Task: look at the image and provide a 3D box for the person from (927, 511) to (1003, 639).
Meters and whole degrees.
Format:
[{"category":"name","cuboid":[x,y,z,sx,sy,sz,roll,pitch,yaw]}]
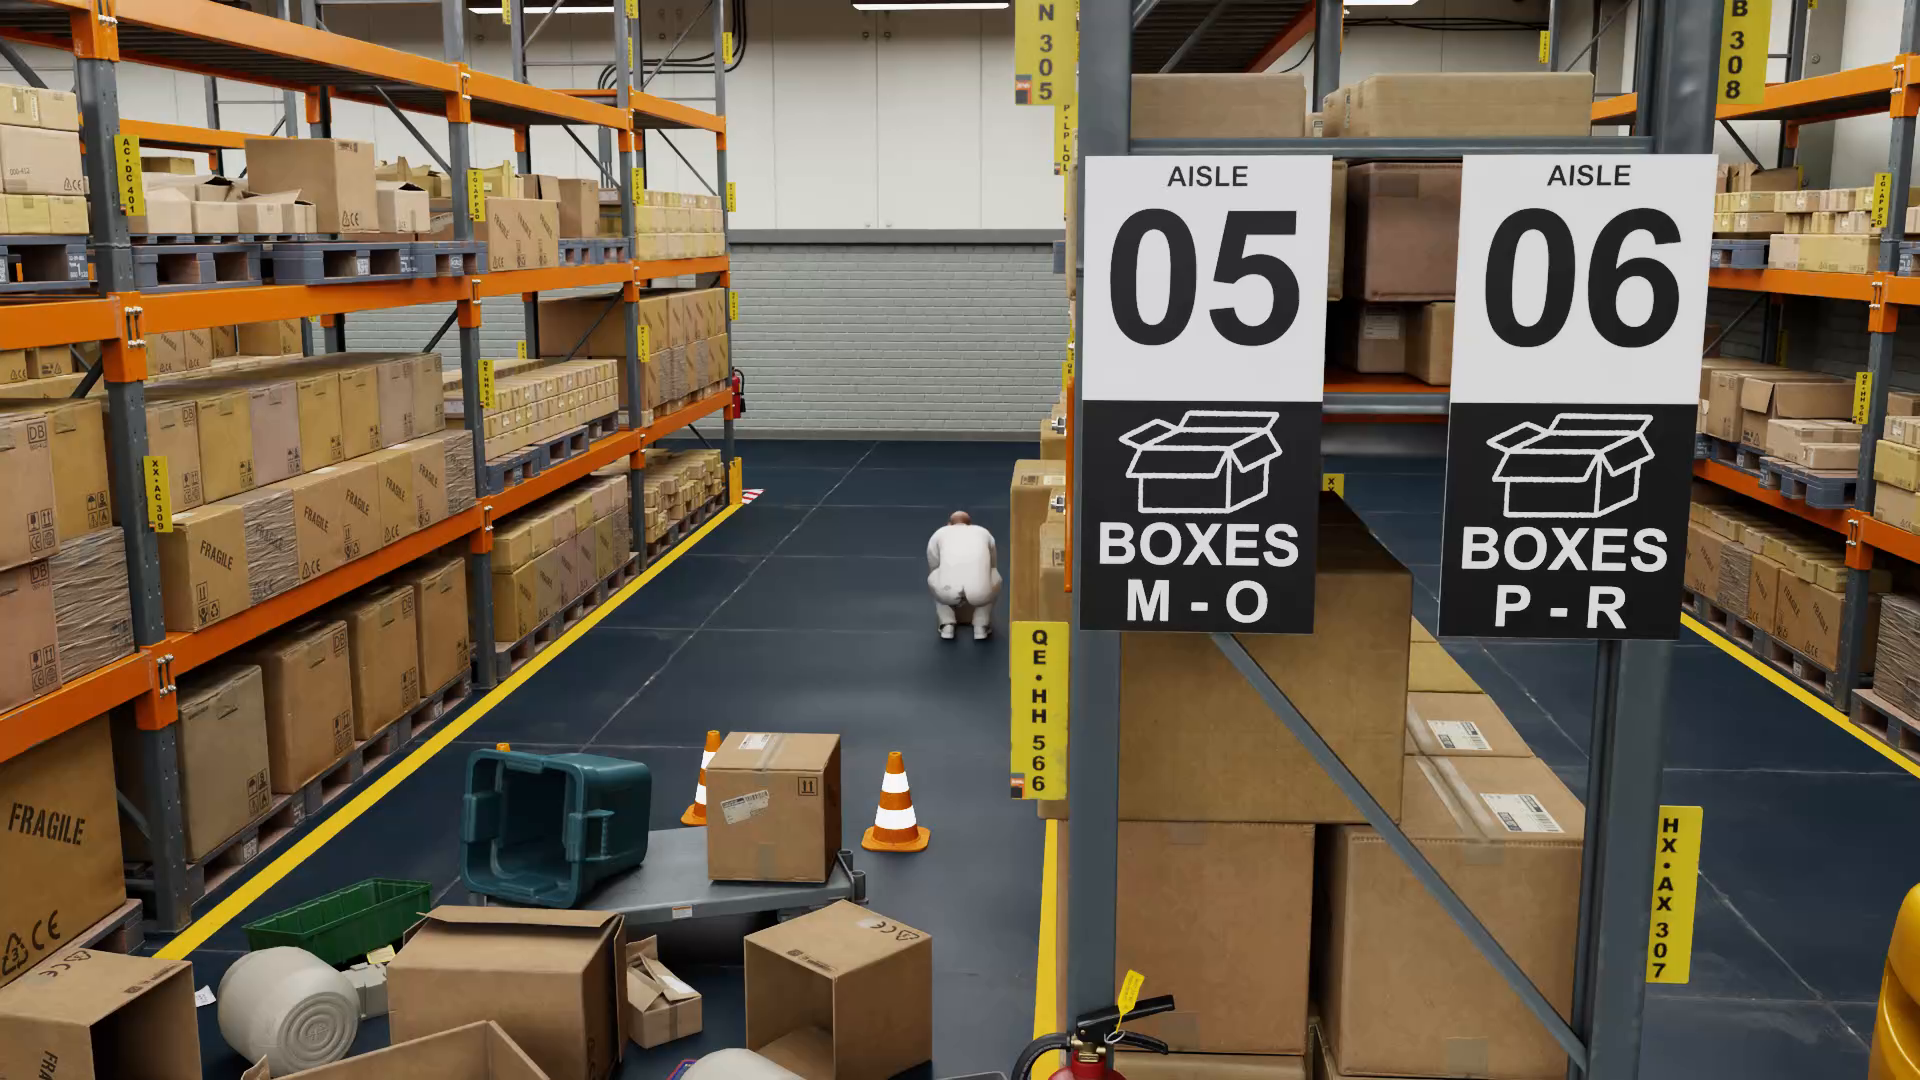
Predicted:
[{"category":"person","cuboid":[0.033,0.275,12.937,0.602,0.883,0.908,1,11,4]}]
